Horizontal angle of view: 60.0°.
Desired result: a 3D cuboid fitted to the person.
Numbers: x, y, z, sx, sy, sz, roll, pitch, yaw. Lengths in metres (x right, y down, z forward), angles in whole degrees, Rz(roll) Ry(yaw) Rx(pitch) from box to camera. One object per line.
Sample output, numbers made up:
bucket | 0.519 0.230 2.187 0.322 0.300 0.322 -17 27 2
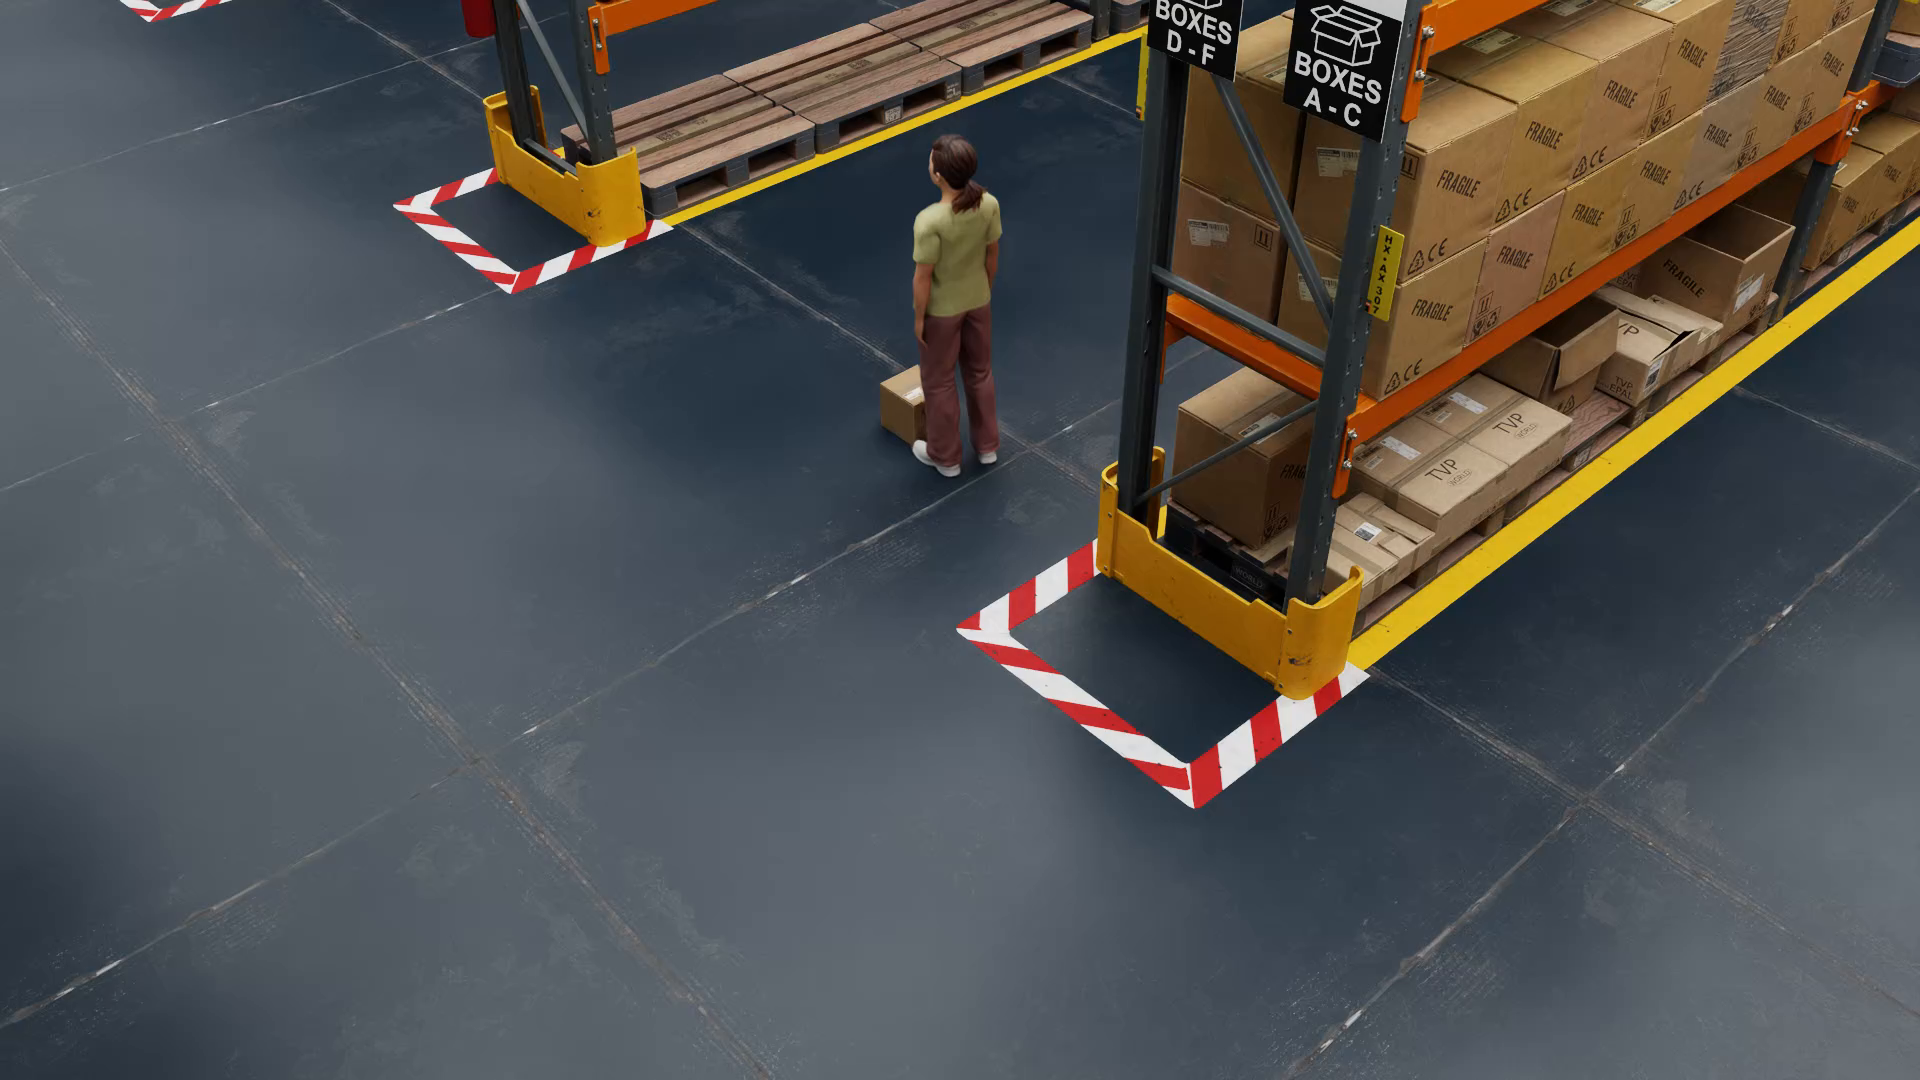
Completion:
person | -0.027 -1.016 7.382 0.457 1.690 0.364 -23 45 -25
